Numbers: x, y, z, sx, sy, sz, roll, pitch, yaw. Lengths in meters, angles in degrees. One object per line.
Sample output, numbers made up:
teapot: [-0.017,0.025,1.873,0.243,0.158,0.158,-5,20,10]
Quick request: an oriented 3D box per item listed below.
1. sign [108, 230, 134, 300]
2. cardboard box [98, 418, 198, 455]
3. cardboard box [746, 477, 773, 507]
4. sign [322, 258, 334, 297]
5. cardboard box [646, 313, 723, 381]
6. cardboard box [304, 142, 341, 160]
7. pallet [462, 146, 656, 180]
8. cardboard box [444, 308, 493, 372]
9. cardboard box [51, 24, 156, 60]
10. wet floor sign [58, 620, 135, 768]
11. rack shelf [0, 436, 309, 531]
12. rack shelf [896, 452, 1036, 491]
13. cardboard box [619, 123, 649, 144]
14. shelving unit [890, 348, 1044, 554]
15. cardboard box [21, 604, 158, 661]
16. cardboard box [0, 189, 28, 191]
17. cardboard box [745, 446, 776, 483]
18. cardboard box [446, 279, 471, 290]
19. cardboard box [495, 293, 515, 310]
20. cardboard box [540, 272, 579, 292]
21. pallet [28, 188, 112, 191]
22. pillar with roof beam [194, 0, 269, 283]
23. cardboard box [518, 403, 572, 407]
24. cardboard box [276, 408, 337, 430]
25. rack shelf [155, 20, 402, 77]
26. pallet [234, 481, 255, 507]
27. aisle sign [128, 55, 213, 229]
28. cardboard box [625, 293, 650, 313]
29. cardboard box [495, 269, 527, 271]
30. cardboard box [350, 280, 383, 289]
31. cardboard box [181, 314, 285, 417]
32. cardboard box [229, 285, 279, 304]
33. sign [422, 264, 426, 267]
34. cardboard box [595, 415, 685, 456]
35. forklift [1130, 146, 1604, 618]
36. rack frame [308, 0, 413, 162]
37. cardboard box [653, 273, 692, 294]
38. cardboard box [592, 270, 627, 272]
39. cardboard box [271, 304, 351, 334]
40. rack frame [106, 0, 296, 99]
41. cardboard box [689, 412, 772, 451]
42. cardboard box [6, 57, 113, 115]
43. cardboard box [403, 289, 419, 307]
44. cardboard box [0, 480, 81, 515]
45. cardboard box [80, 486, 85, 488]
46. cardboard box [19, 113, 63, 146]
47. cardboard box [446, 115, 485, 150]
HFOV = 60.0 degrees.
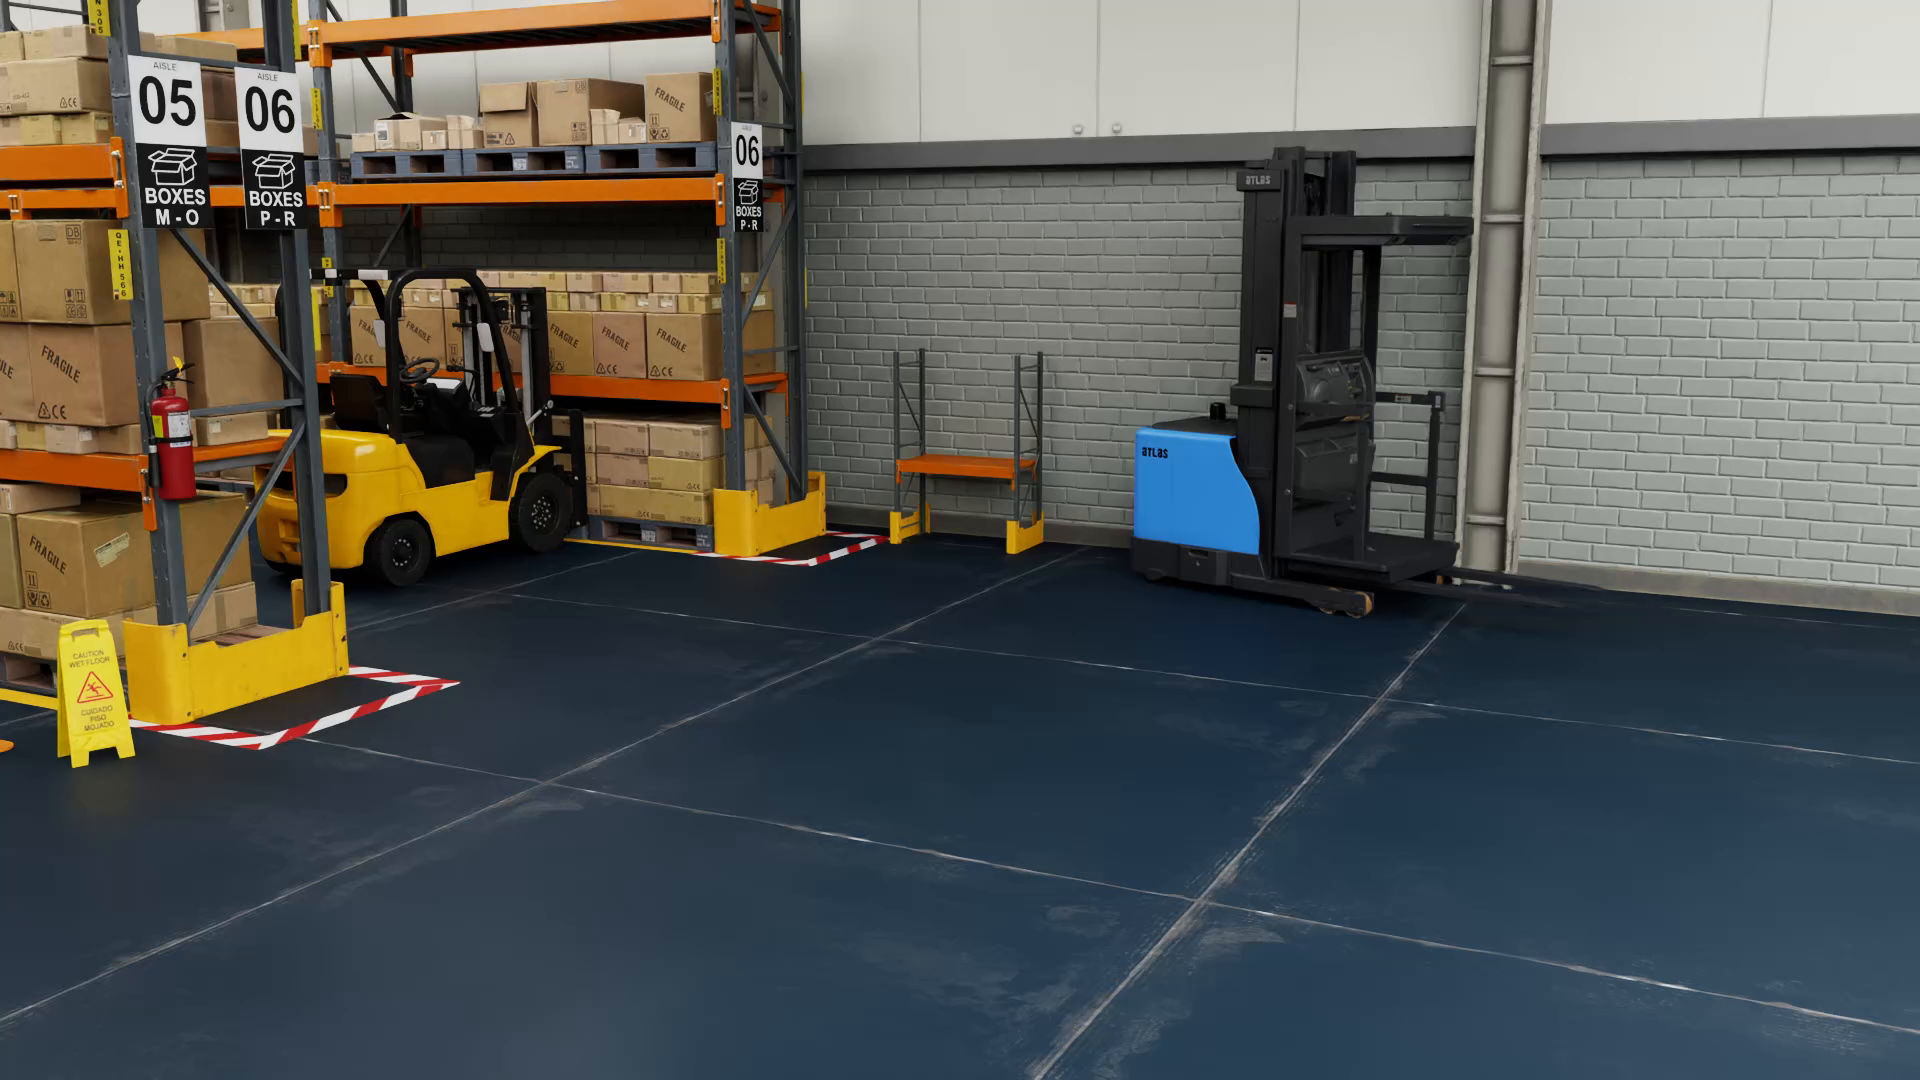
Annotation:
sign: [-3.957,-1.298,7.841,0.005,0.325,0.100,5,11,26]
cardboard box: [-4.123,-0.531,8.449,0.250,0.149,0.380,5,12,28]
cardboard box: [-1.854,-0.376,13.429,0.500,0.250,0.500,5,11,26]
sign: [-5.319,-2.211,13.997,0.005,0.325,0.100,5,11,26]
cardboard box: [-2.058,-1.499,12.808,0.500,0.500,0.500,5,11,25]
cardboard box: [-5.762,-3.474,14.828,0.250,0.149,0.380,5,11,26]
pallet: [-3.221,-3.041,13.436,1.213,0.211,1.003,5,11,26]
cardboard box: [-3.876,-1.662,13.712,0.500,0.500,0.500,5,11,25]
cardboard box: [-4.127,-2.384,8.024,0.250,0.149,0.380,5,11,26]
wet floor sign: [-3.996,0.685,7.636,0.267,0.644,0.232,-10,14,-43]
rack shelf: [-5.487,-0.463,9.388,4.000,0.370,1.077,5,11,26]
rack shelf: [0.063,-0.541,13.019,1.000,0.185,0.538,5,11,24]
cardboard box: [-2.378,-3.078,12.637,0.250,0.149,0.380,5,11,24]
shelving unit: [0.055,-0.719,12.991,1.083,1.500,0.587,5,11,24]
cardboard box: [-4.559,0.464,8.785,0.500,0.250,0.500,5,11,26]
cardboard box: [-9.242,-3.487,16.073,0.500,0.250,0.500,5,11,24]
cardboard box: [-1.830,-0.623,13.386,0.500,0.250,0.500,5,12,27]
cardboard box: [-3.995,-2.133,13.653,0.250,0.149,0.380,5,11,25]
cardboard box: [-3.540,-1.944,13.448,0.250,0.149,0.380,5,11,25]
cardboard box: [-3.104,-2.047,13.179,0.250,0.149,0.380,5,12,27]
pallet: [-8.026,-3.427,15.851,1.003,0.211,1.213,6,12,28]
pillar with roof beam: [-9.011,-4.389,12.213,0.400,9.000,9.100,5,11,26]
cardboard box: [-3.652,-1.026,14.212,0.500,0.250,0.500,5,11,26]
cardboard box: [-5.560,-0.845,14.968,0.625,0.625,0.875,6,12,28]
rack shelf: [-6.881,-4.327,15.013,4.000,0.370,1.077,5,11,26]
pallet: [-5.765,-0.448,15.111,1.213,0.211,1.003,5,11,26]
aisle sign: [-3.766,-1.888,7.939,0.004,0.787,0.394,5,11,26]
cardboard box: [-2.383,-1.849,12.924,0.250,0.149,0.380,5,12,27]
cardboard box: [-3.741,-2.227,14.177,0.250,0.149,0.380,5,11,25]
cardboard box: [-4.933,-2.210,14.083,0.250,0.149,0.380,5,12,27]
cardboard box: [-3.995,-0.937,8.869,0.500,0.500,0.500,5,11,25]
cardboard box: [-6.222,-2.173,14.709,0.250,0.149,0.380,5,11,24]
sign: [-4.843,-2.322,14.983,0.005,0.325,0.100,5,11,26]
cardboard box: [-2.512,-0.824,13.096,0.500,0.250,0.500,5,12,27]
forklift: [2.636,-1.054,10.822,3.031,2.935,1.130,9,14,41]
rack frame: [-5.087,-4.720,14.042,0.127,3.000,1.000,5,11,26]
cardboard box: [-2.150,-1.977,12.792,0.250,0.149,0.380,5,11,26]
cardboard box: [-2.824,-2.148,13.737,0.250,0.149,0.380,5,11,24]
cardboard box: [-5.641,-1.938,14.533,0.500,0.250,0.500,5,11,25]
rack frame: [-3.693,-3.612,7.919,0.127,3.000,1.000,5,11,26]
cardboard box: [-1.847,-0.867,13.330,0.500,0.250,0.500,5,11,25]
cardboard box: [-4.271,-2.206,8.158,0.500,0.250,0.500,5,11,25]
cardboard box: [-4.439,-2.033,13.939,0.250,0.149,0.380,5,11,26]
cardboard box: [-4.886,-0.241,8.755,0.250,0.149,0.380,5,12,27]
cardboard box: [-5.233,-0.073,9.648,0.500,0.500,0.500,5,12,27]
cardboard box: [-4.374,-2.010,8.196,0.250,0.149,0.380,5,11,26]
cardboard box: [-3.891,-3.268,13.361,0.258,0.266,0.396,5,11,24]
